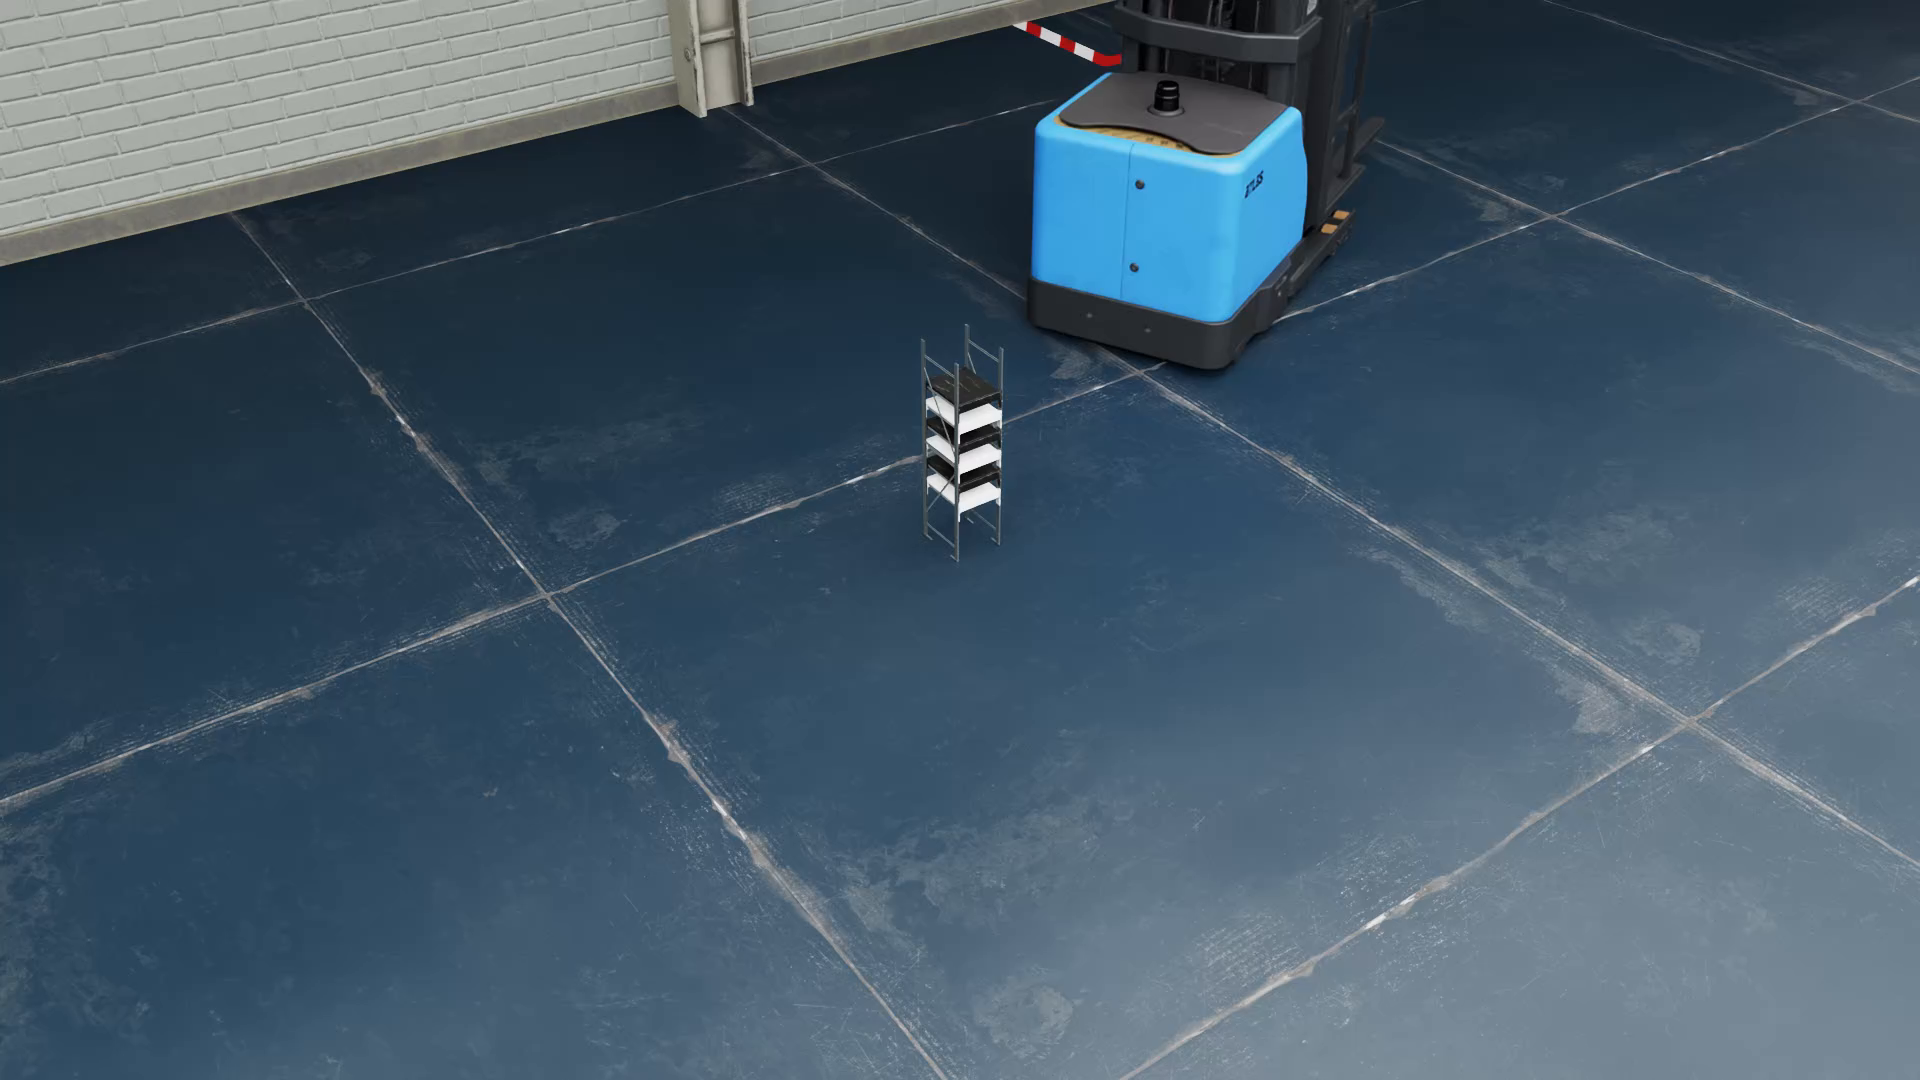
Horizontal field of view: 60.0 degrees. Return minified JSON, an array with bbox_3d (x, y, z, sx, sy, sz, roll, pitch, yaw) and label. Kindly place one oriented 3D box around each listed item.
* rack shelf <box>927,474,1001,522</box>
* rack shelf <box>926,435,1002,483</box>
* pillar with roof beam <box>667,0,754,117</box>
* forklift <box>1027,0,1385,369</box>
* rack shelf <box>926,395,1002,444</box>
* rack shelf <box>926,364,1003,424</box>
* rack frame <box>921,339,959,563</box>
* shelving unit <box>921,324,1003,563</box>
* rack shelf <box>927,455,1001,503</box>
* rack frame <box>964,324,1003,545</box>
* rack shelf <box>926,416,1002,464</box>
[{"bbox_3d":[0.007,-0.195,6.616,0.200,0.077,0.258,-22,41,-28],"label":"rack shelf"},{"bbox_3d":[0.007,-0.341,6.510,0.200,0.077,0.258,-22,41,-28],"label":"rack shelf"},{"bbox_3d":[0.918,-4.389,5.145,0.400,9.000,9.100,-22,41,-28],"label":"pillar with roof beam"},{"bbox_3d":[1.482,-2.822,8.163,1.130,2.935,3.031,18,39,23],"label":"forklift"},{"bbox_3d":[0.007,-0.487,6.405,0.200,0.077,0.258,-22,41,-28],"label":"rack shelf"},{"bbox_3d":[0.007,-0.560,6.353,0.200,0.077,0.258,-22,41,-28],"label":"rack shelf"},{"bbox_3d":[-0.076,-0.334,6.443,0.006,0.900,0.240,-22,41,-28],"label":"rack frame"},{"bbox_3d":[0.007,-0.368,6.491,0.210,0.900,0.258,-22,41,-28],"label":"shelving unit"},{"bbox_3d":[0.007,-0.268,6.563,0.200,0.077,0.258,-22,41,-28],"label":"rack shelf"},{"bbox_3d":[0.090,-0.402,6.539,0.006,0.900,0.240,-22,41,-28],"label":"rack frame"},{"bbox_3d":[0.007,-0.414,6.458,0.200,0.077,0.258,-22,41,-28],"label":"rack shelf"}]
